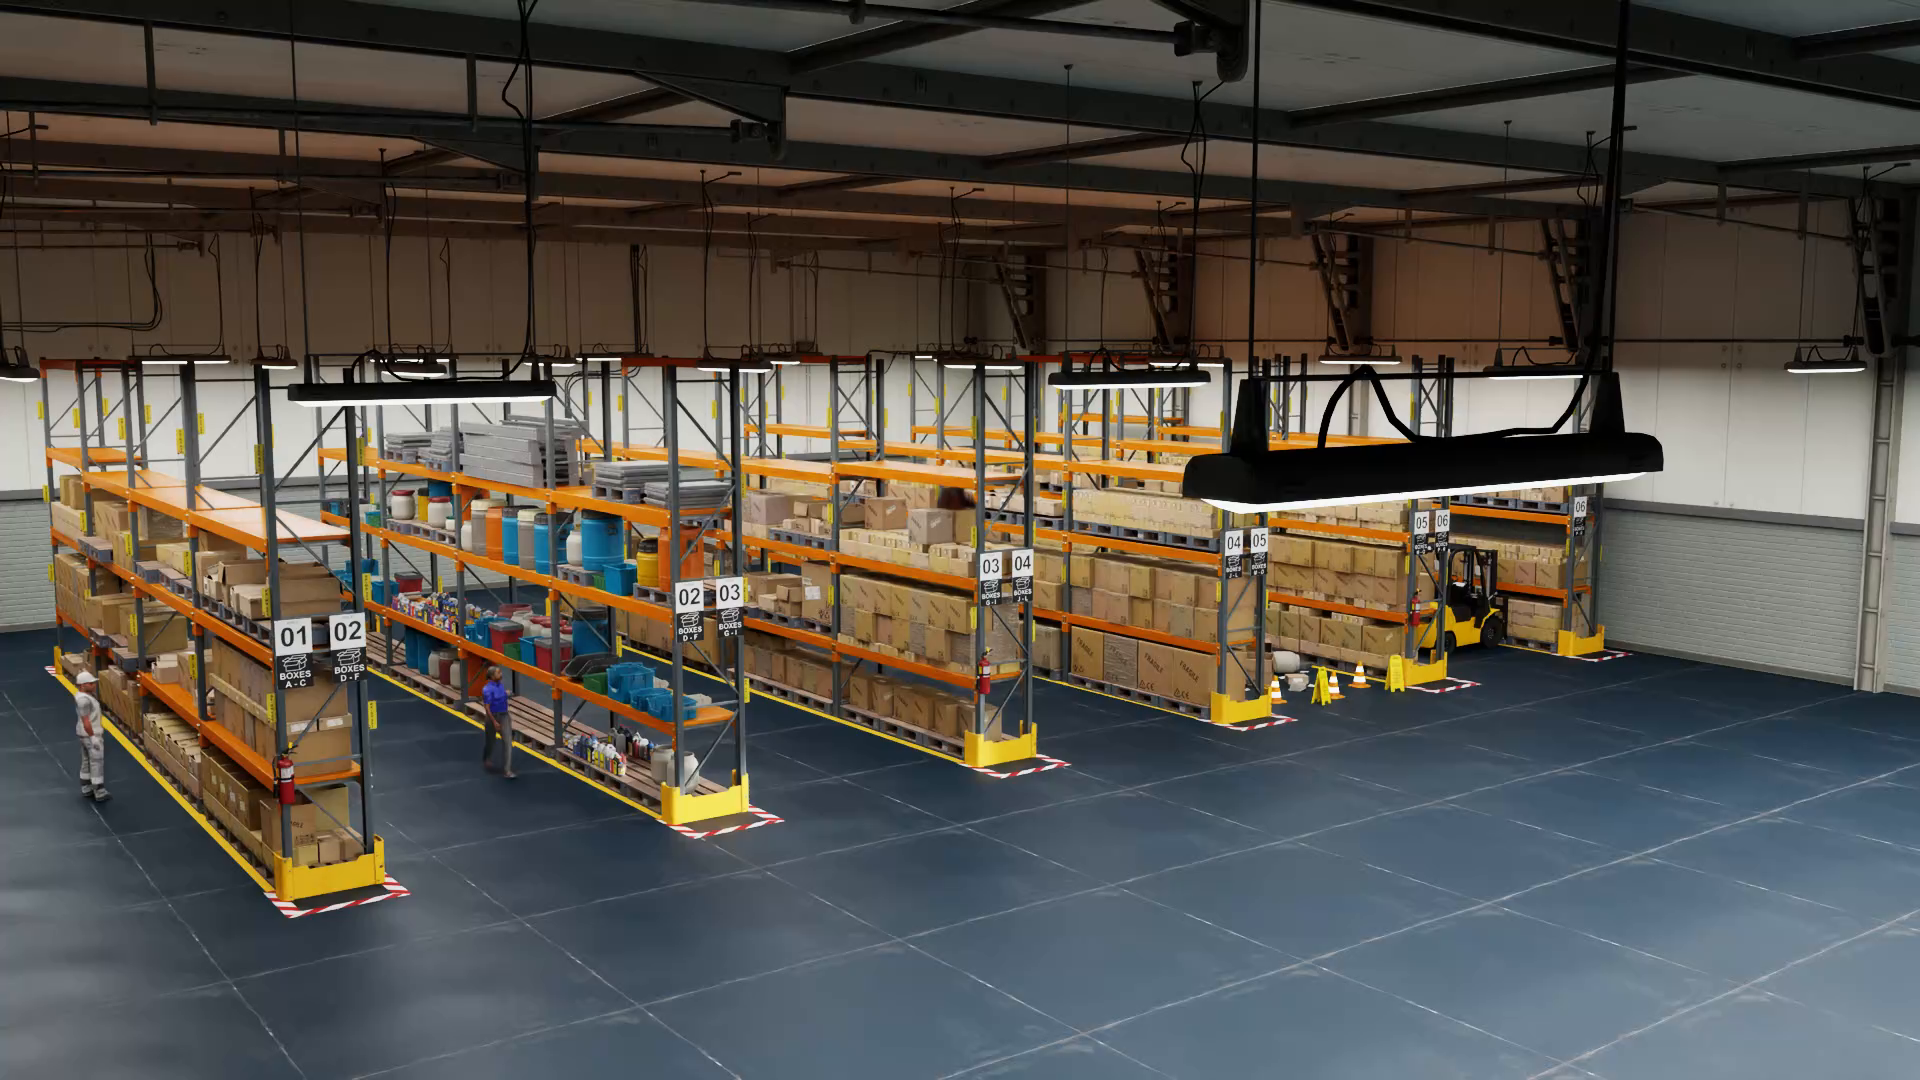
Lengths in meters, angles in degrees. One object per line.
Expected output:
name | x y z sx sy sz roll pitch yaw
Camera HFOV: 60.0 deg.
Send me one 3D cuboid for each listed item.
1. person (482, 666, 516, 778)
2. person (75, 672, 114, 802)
person | -6.762 2.628 24.242 0.405 1.609 0.911 -4 8 -29
person | -11.950 2.695 22.900 0.425 1.785 0.636 -6 9 -41
